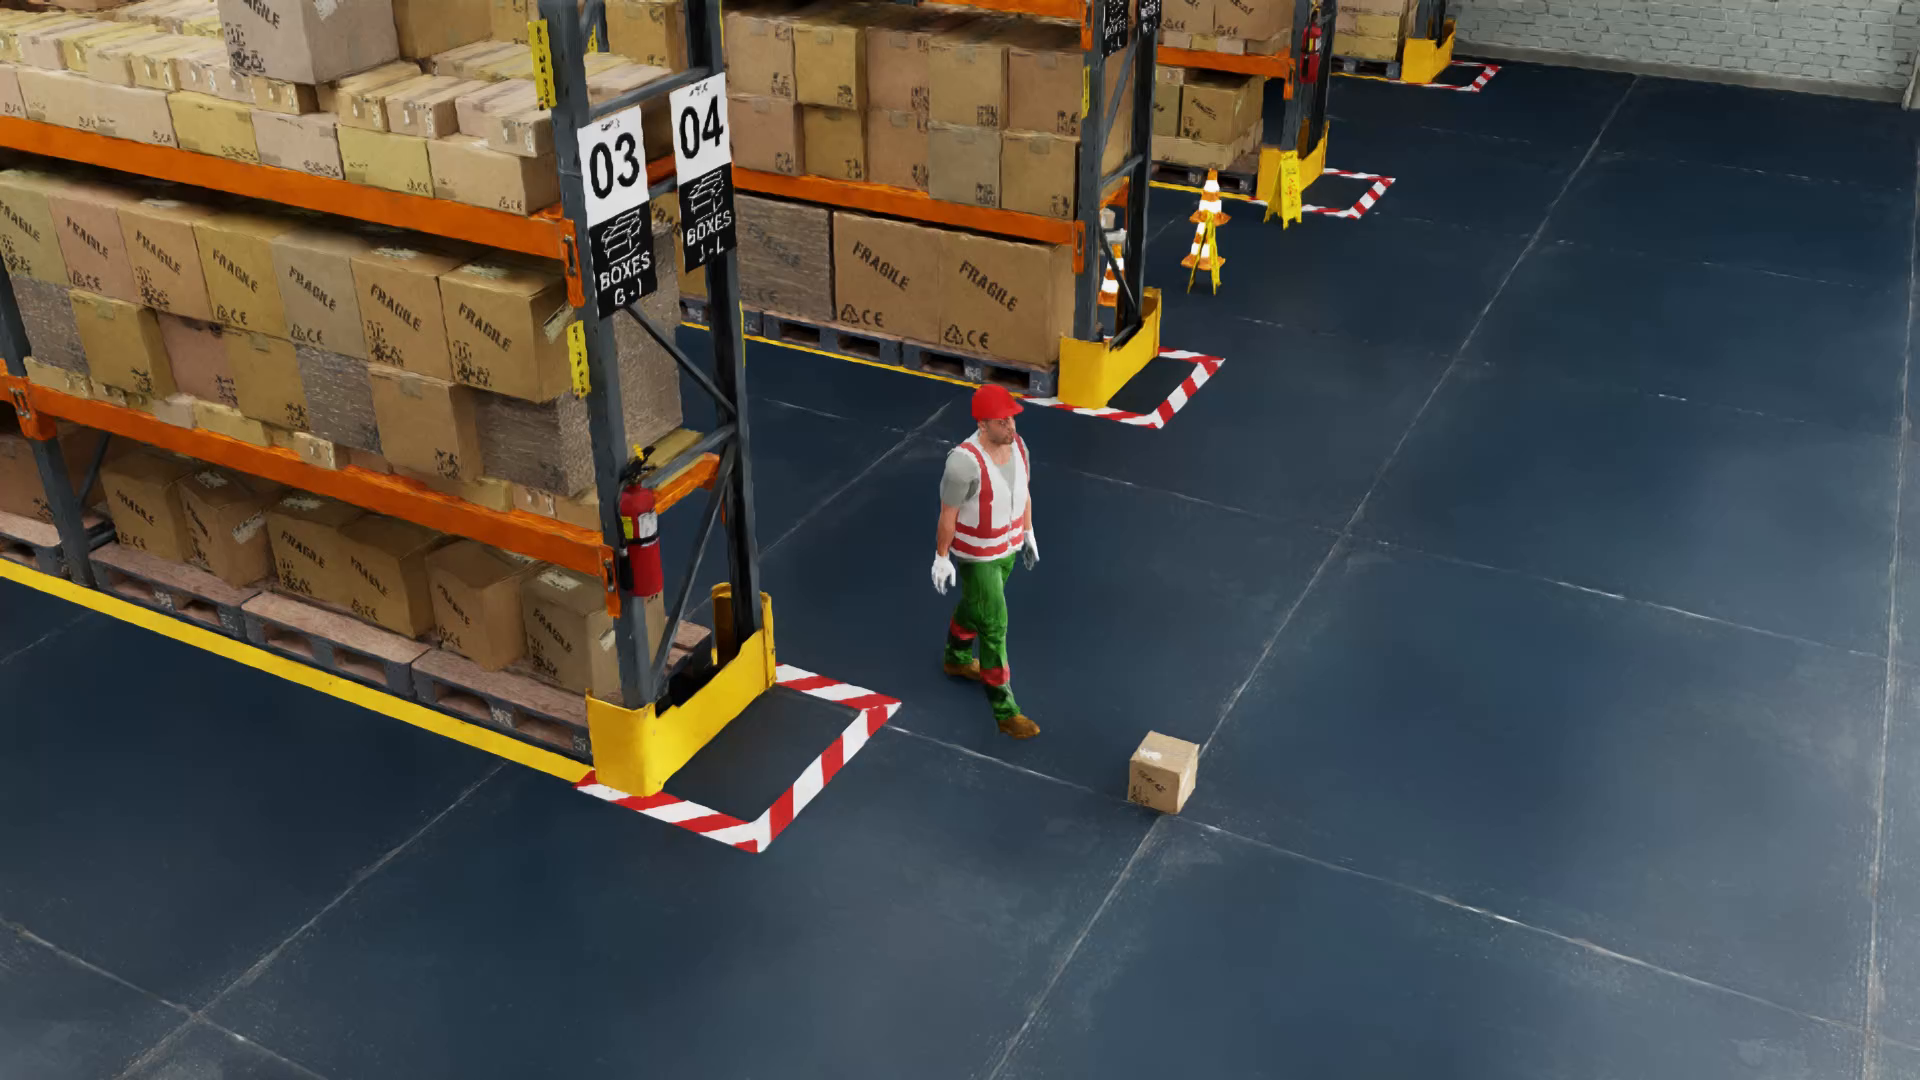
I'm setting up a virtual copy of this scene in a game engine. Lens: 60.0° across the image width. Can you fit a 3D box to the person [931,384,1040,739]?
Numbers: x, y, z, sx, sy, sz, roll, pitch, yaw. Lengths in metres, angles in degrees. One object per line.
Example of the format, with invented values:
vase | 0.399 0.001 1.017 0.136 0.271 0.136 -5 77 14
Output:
person | 0.199 0.069 8.140 0.838 1.766 0.571 23 37 35
